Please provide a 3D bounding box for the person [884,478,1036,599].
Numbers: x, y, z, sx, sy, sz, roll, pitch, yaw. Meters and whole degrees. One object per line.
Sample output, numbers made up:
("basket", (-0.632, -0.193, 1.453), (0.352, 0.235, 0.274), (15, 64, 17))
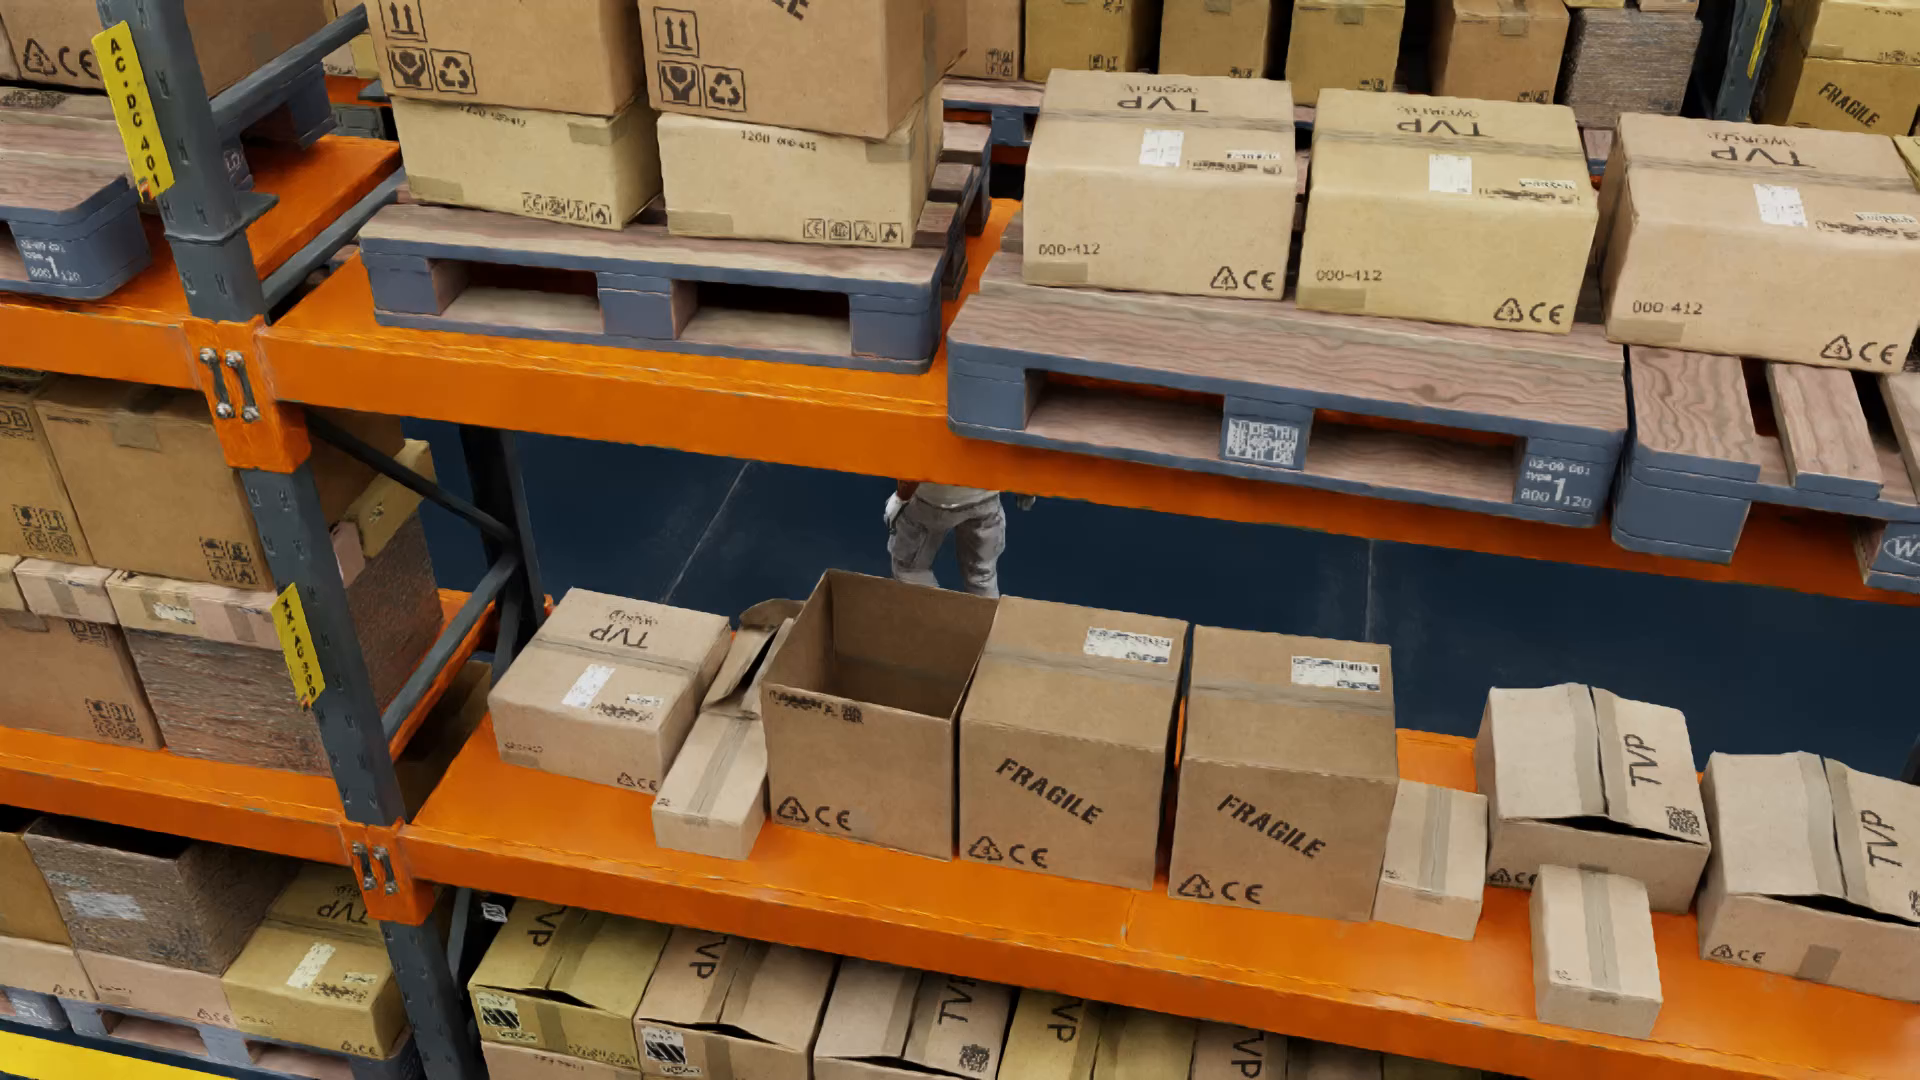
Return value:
("person", (0.024, -0.180, 6.353), (0.633, 1.785, 0.449), (-20, 41, -25))
